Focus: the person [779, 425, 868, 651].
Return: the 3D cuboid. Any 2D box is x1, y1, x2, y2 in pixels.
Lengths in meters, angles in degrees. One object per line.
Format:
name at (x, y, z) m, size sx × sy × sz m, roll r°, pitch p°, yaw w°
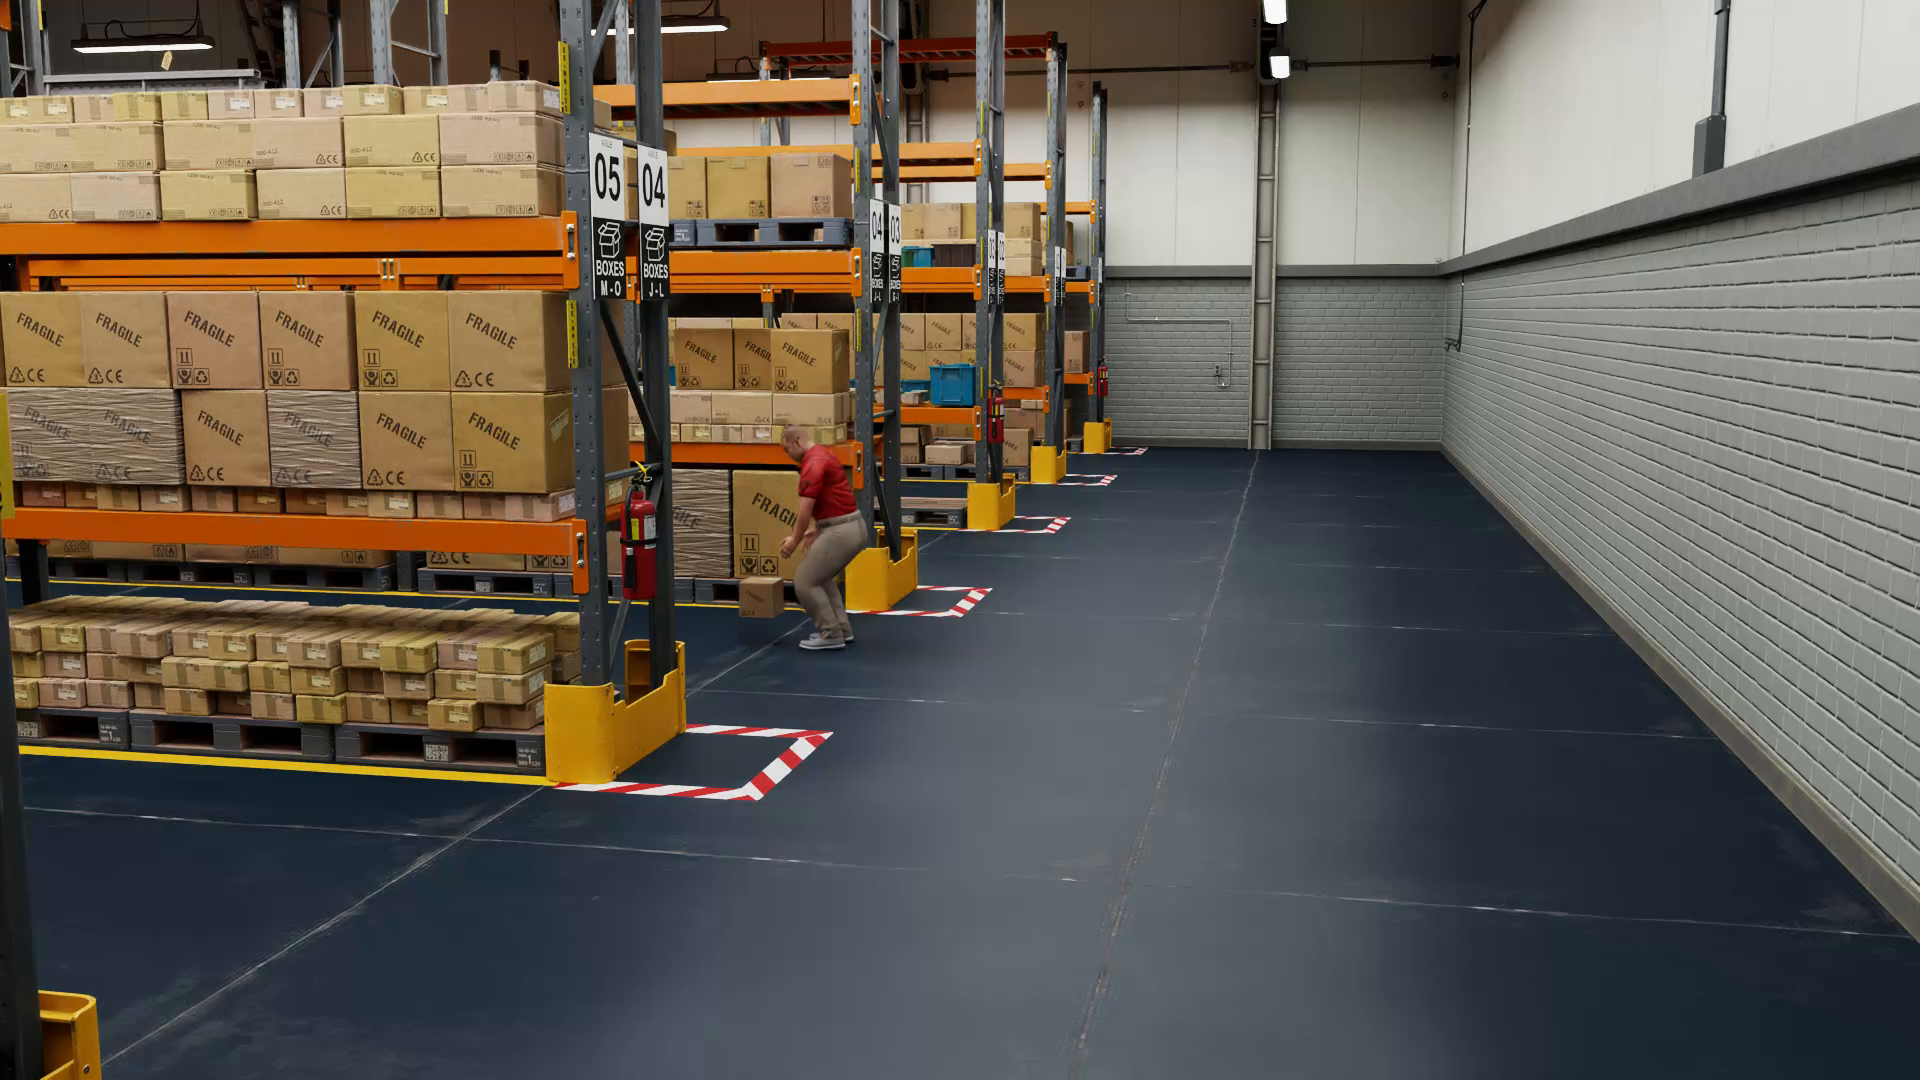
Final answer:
person at (-0.956, -0.019, 11.646) m, size 0.574 × 1.567 × 0.581 m, roll 2°, pitch 8°, yaw 12°
